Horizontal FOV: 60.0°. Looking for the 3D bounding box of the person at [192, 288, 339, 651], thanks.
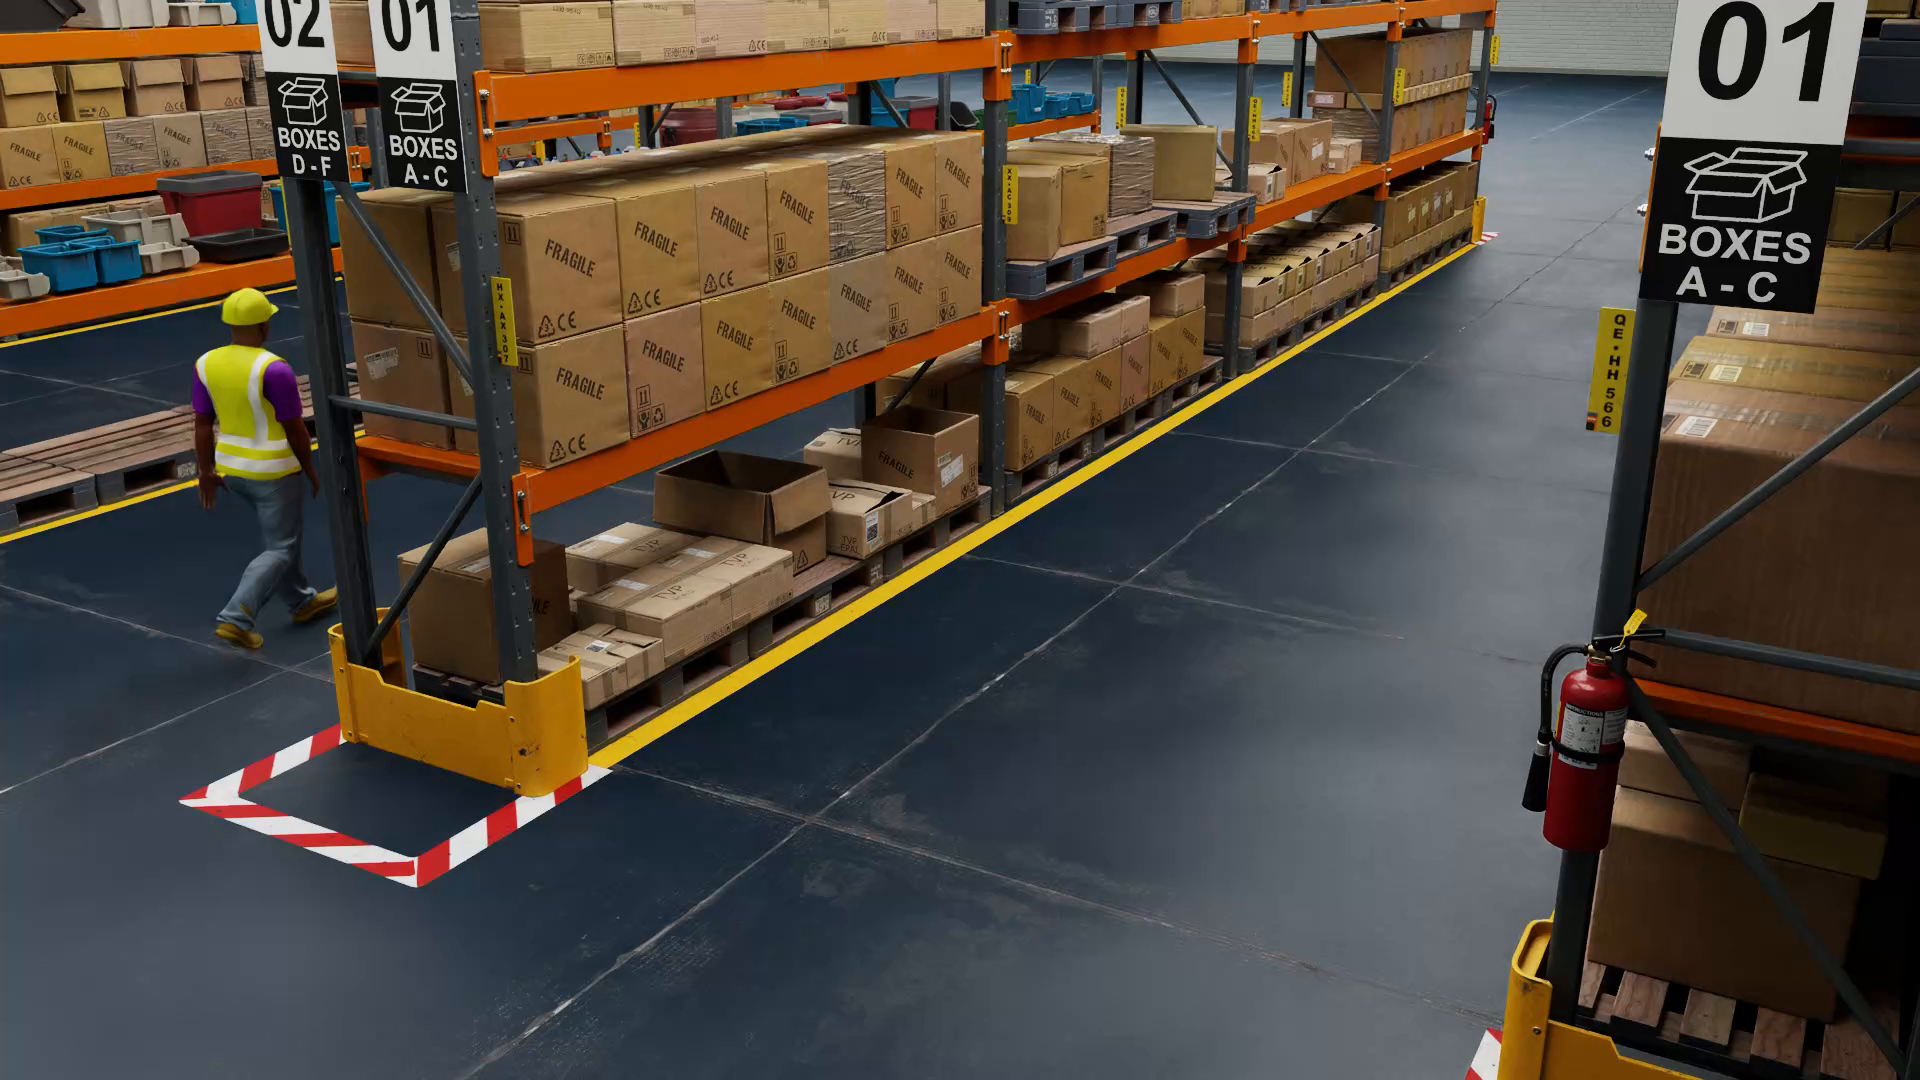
[{"bbox_3d":[-3.380,-0.334,7.998,0.573,1.742,0.949,9,21,24],"label":"person"}]
